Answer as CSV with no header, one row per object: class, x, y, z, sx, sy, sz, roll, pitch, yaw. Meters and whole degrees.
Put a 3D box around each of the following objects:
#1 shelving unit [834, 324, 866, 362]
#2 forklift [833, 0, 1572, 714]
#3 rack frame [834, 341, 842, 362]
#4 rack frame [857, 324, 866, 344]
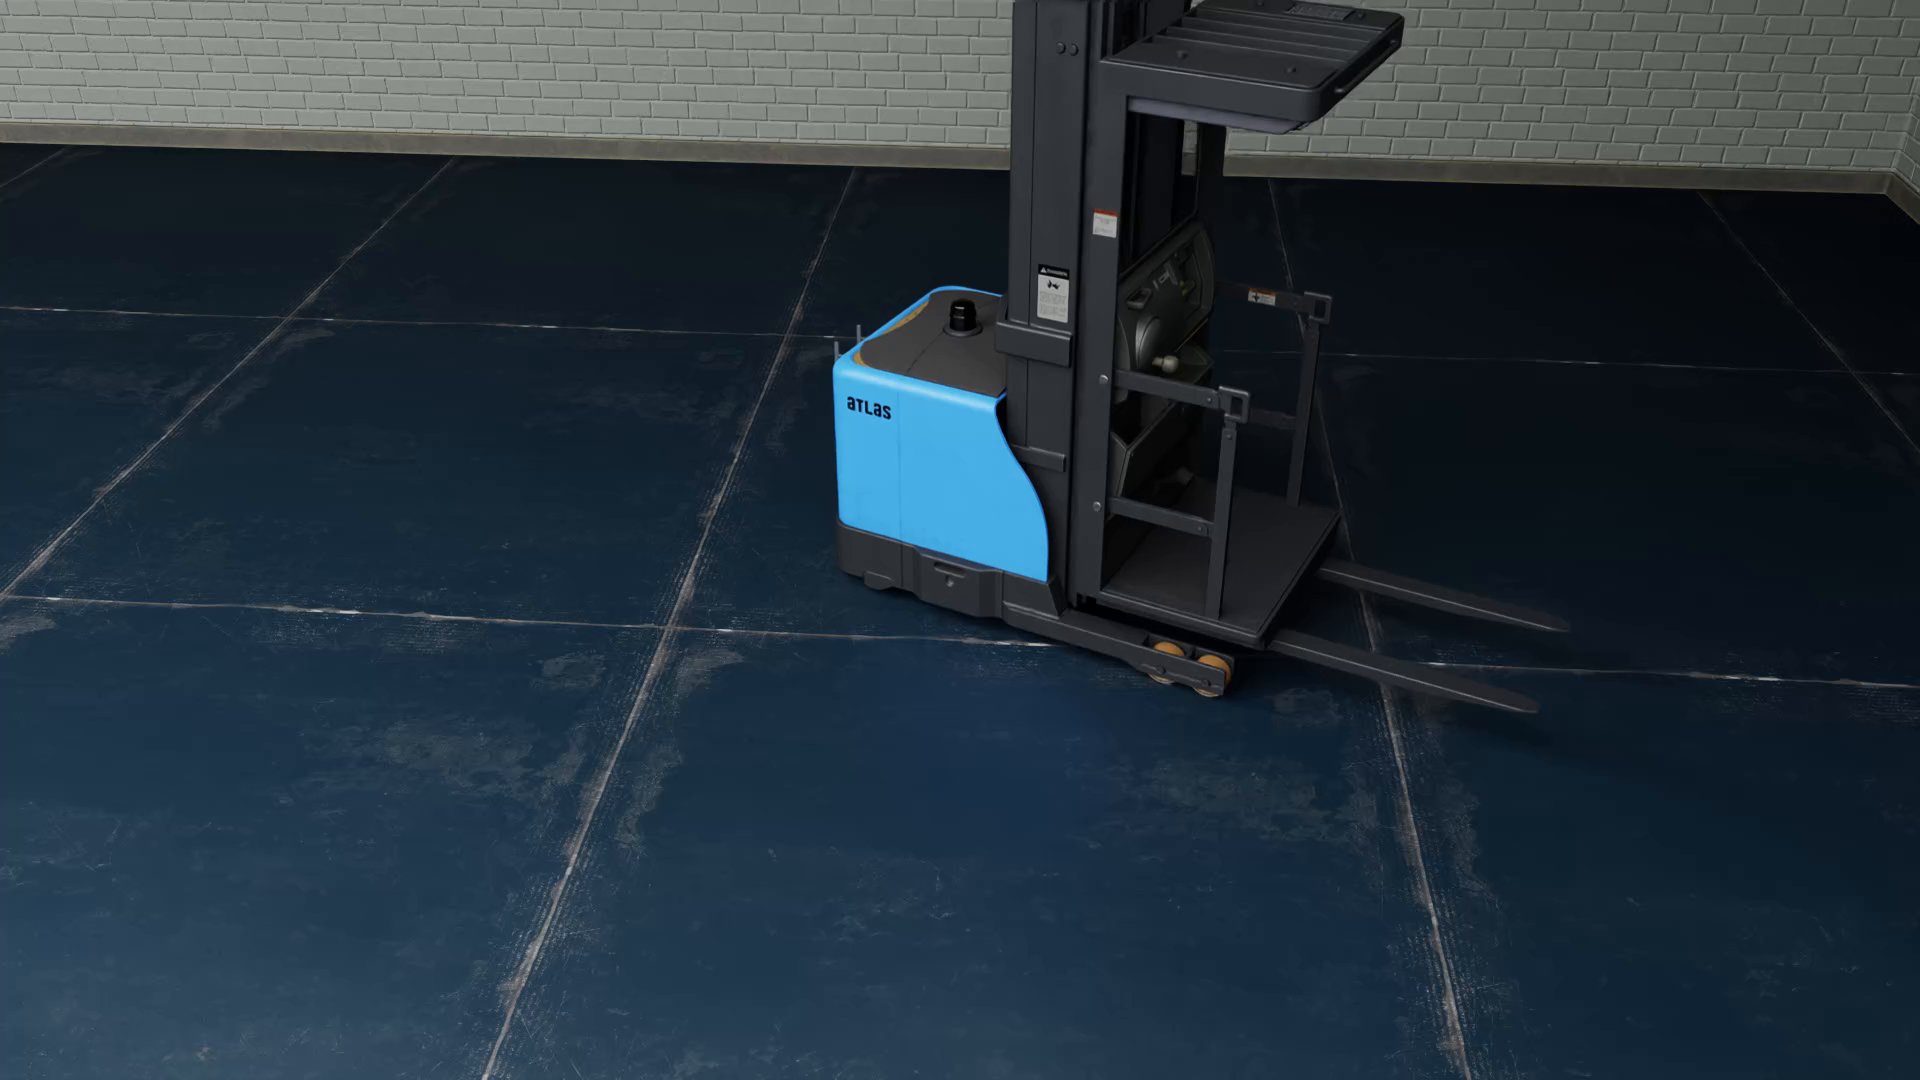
shelving unit,-0.412,-0.530,7.753,0.258,0.900,0.210,15,35,23
forklift,0.998,-0.933,6.469,3.031,2.935,1.130,16,35,24
rack frame,-0.458,-0.483,7.676,0.240,0.900,0.006,15,35,23
rack frame,-0.366,-0.578,7.830,0.240,0.900,0.006,15,35,23
